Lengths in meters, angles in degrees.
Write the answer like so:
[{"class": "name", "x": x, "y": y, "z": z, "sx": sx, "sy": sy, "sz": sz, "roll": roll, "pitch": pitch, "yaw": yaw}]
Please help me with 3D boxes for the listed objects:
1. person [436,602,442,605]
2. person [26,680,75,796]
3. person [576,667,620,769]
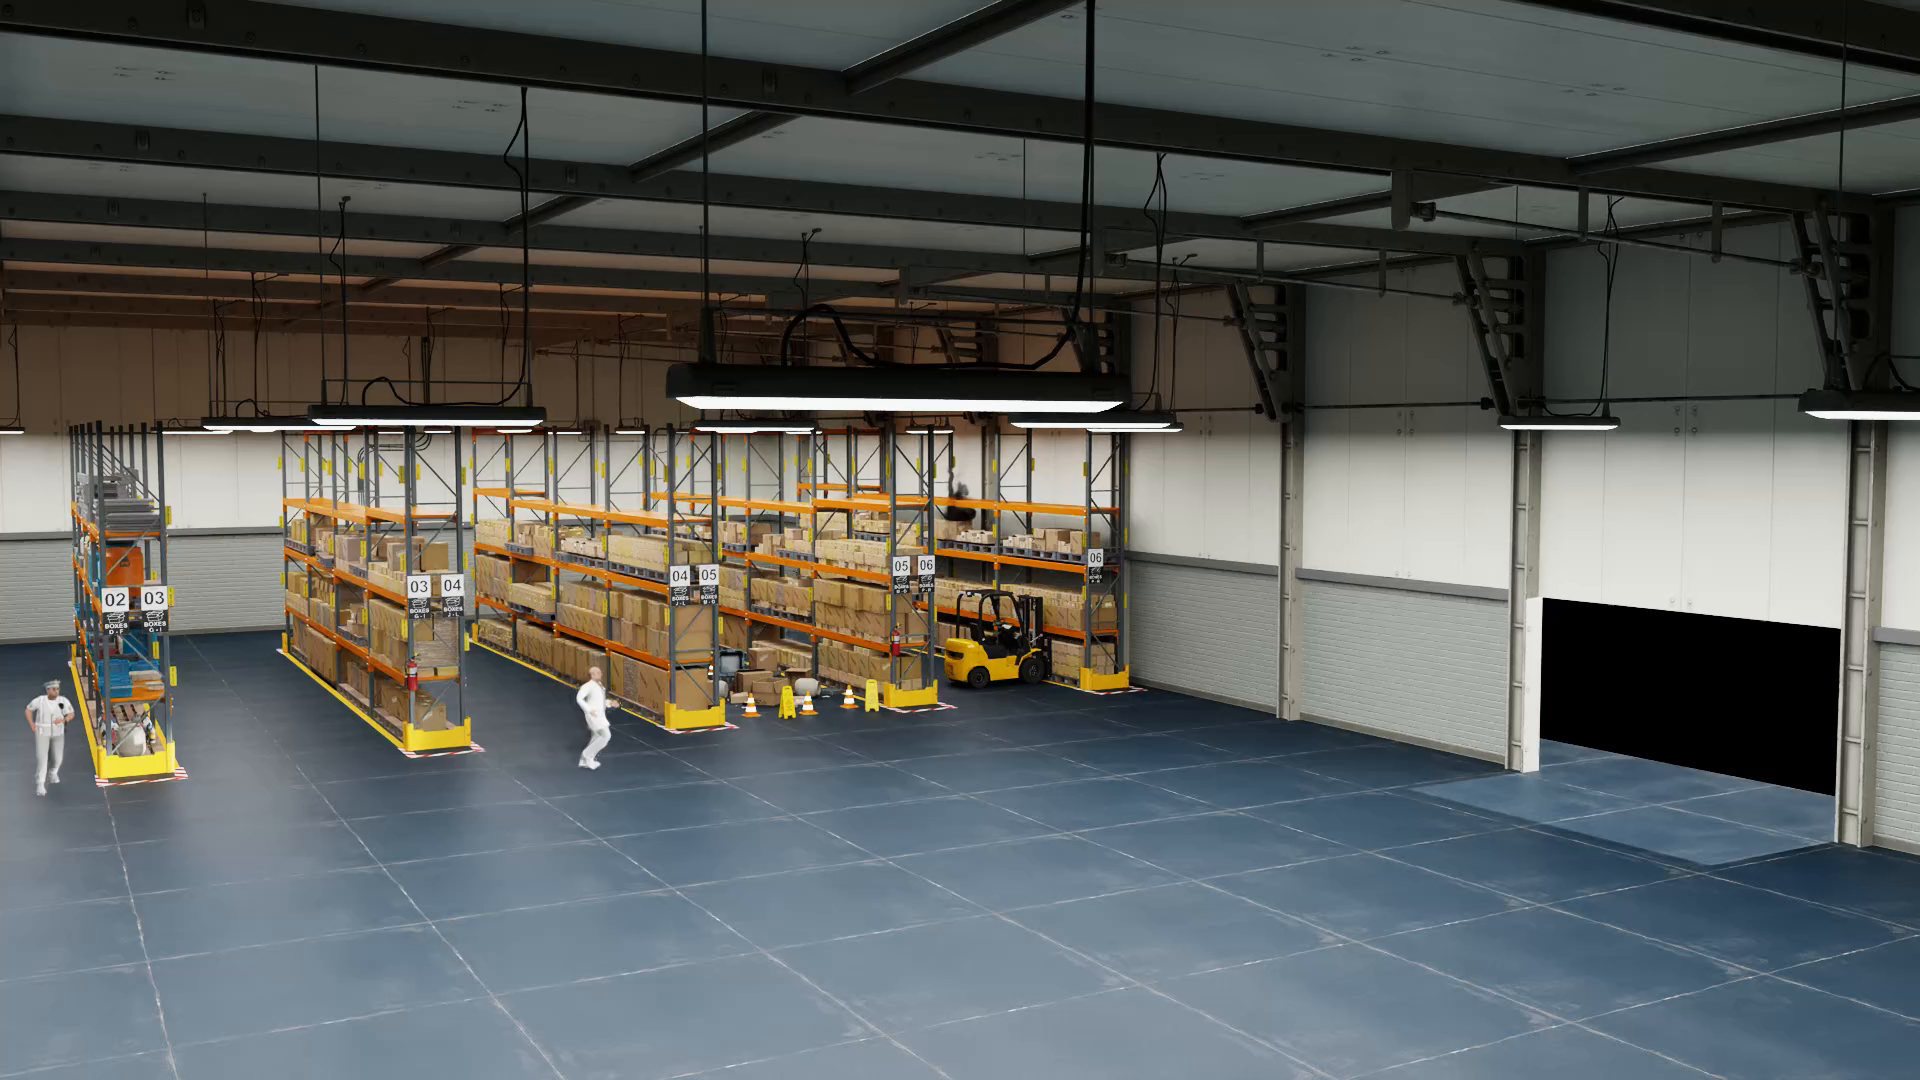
[{"class": "person", "x": -13.965, "y": 2.255, "z": 44.694, "sx": 0.534, "sy": 1.461, "sz": 0.912, "roll": -1, "pitch": 4, "yaw": -16}, {"class": "person", "x": -14.783, "y": 3.172, "z": 27.080, "sx": 0.670, "sy": 1.788, "sz": 0.973, "roll": -3, "pitch": 5, "yaw": -39}, {"class": "person", "x": -6.246, "y": 3.090, "z": 28.716, "sx": 0.681, "sy": 1.705, "sz": 0.680, "roll": 0, "pitch": 4, "yaw": 6}]
